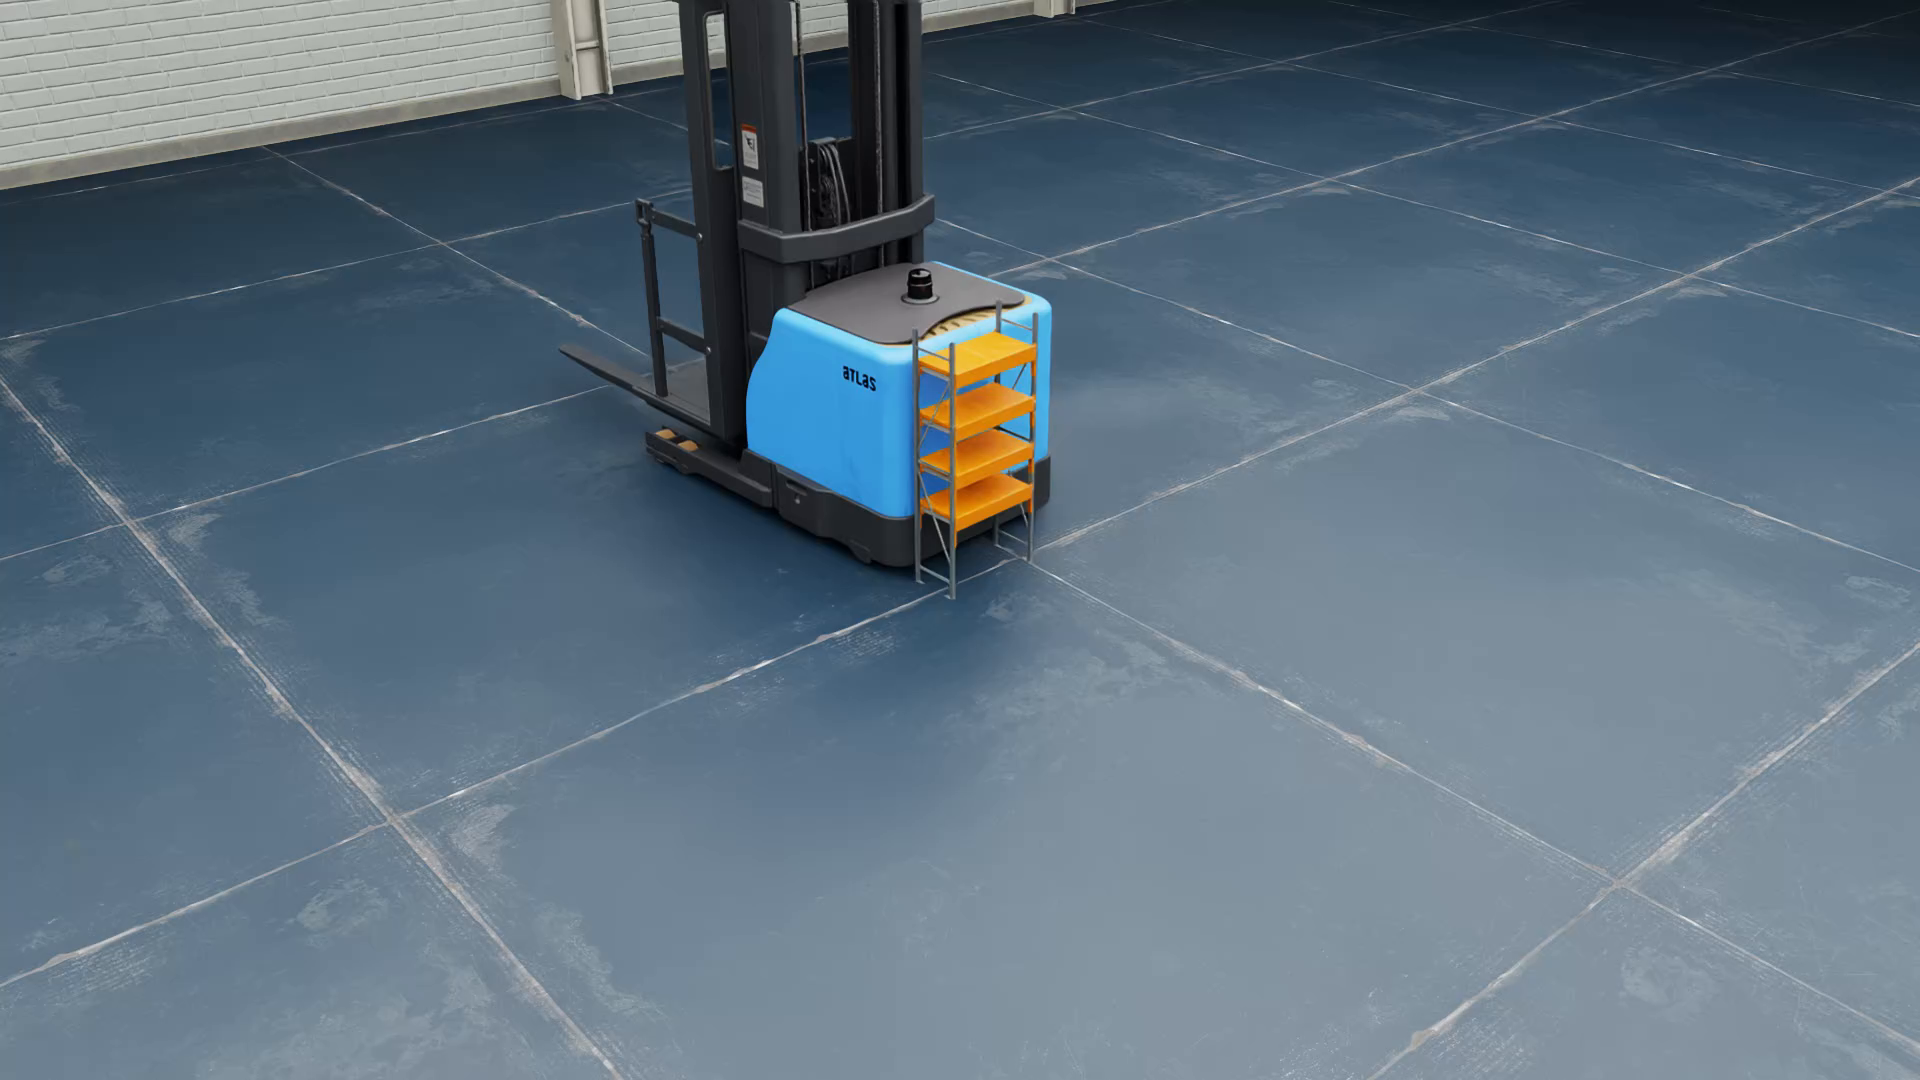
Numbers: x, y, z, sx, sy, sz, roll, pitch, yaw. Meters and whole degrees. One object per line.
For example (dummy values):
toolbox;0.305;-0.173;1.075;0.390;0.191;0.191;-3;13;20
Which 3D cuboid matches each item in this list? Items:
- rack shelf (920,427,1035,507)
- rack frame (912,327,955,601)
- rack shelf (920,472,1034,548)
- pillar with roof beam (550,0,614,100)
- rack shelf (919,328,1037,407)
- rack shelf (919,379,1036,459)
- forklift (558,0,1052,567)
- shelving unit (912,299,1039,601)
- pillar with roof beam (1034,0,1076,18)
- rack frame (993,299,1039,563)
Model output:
rack shelf;0.066;-0.326;7.228;0.480;0.148;0.258;-25;37;-38
rack frame;-0.109;-0.305;7.046;0.015;1.200;0.240;-25;37;-38
rack shelf;0.066;-0.151;7.322;0.480;0.148;0.258;-25;37;-38
pillar with roof beam;-0.700;-6.605;10.562;0.400;9.000;9.100;-22;35;-35
rack shelf;0.067;-0.731;7.010;0.480;0.148;0.258;-25;37;-38
rack shelf;0.067;-0.523;7.122;0.480;0.148;0.258;-25;37;-38
forklift;-0.956;-1.773;7.958;1.130;2.935;3.031;-25;37;-38
shelving unit;0.066;-0.385;7.196;0.503;1.200;0.258;-25;37;-38
pillar with roof beam;3.865;-8.440;13.996;0.400;9.000;9.100;-22;35;-35
rack frame;0.241;-0.465;7.346;0.015;1.200;0.240;-25;37;-38
